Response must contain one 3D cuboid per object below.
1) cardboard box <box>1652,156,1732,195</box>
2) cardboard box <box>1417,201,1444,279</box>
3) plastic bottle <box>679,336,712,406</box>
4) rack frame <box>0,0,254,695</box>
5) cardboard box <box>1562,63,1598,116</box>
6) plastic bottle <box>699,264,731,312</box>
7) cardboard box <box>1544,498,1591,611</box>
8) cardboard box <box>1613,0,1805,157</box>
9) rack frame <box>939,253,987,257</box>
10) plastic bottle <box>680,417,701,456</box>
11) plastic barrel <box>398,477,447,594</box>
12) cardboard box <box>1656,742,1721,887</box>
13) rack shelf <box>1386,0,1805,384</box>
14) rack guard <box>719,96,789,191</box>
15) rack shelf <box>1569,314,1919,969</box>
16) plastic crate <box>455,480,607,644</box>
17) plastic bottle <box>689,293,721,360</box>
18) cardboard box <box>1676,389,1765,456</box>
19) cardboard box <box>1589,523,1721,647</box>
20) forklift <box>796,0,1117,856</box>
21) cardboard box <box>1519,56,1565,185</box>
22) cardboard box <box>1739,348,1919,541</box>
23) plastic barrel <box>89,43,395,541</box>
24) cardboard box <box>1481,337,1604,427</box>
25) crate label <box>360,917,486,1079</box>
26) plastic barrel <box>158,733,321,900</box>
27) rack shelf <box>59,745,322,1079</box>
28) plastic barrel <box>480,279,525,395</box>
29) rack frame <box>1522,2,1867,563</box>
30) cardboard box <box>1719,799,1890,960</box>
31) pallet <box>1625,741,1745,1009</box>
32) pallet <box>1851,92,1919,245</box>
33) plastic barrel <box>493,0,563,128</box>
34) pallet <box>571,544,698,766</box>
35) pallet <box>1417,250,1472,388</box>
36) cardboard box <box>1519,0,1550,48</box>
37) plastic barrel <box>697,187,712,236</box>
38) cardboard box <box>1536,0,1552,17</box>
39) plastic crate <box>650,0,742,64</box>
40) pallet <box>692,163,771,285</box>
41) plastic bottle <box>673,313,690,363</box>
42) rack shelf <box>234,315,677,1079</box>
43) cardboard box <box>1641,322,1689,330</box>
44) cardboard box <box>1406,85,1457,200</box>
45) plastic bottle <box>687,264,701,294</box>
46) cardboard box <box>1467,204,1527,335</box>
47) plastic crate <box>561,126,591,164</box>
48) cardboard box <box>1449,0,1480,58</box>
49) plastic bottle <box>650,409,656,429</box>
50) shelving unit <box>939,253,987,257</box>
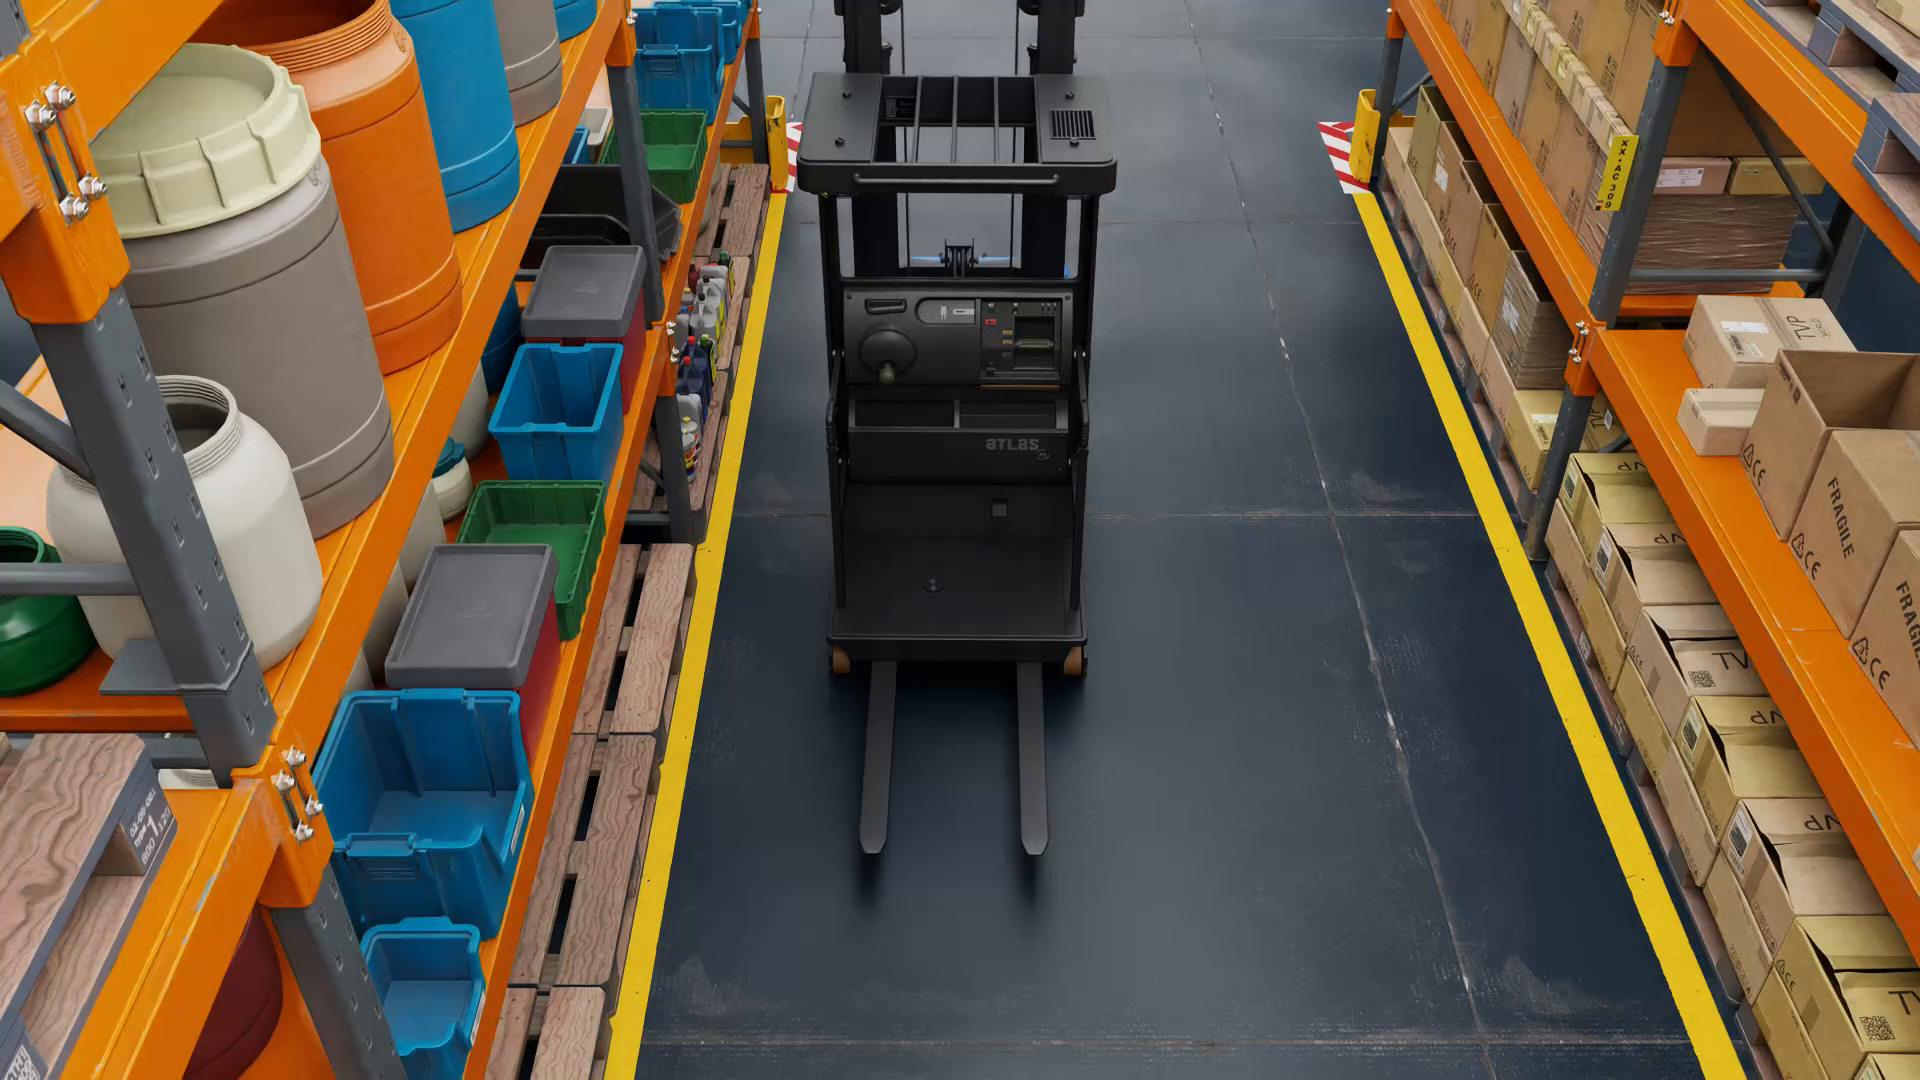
[{"bbox_3d":[2.976,-1.566,6.952,0.380,0.149,0.250,0,39,0],"label":"cardboard box"},{"bbox_3d":[2.969,-1.735,9.625,0.500,0.250,0.500,0,39,0],"label":"cardboard box"},{"bbox_3d":[-1.349,-0.864,8.441,0.144,0.351,0.185,-2,39,-2],"label":"plastic bottle"},{"bbox_3d":[-1.758,-0.942,1.975,1.000,3.000,0.127,0,39,0],"label":"rack frame"},{"bbox_3d":[2.974,-2.048,7.554,0.380,0.149,0.250,0,39,0],"label":"cardboard box"},{"bbox_3d":[-1.354,-1.407,9.179,0.152,0.276,0.135,0,39,0],"label":"plastic bottle"},{"bbox_3d":[2.944,0.058,7.388,0.500,0.250,0.500,-1,39,-1],"label":"cardboard box"},{"bbox_3d":[3.184,-1.927,6.883,0.700,0.500,0.500,0,39,0],"label":"cardboard box"},{"bbox_3d":[0.013,-1.065,8.607,0.240,0.900,0.006,0,33,0],"label":"rack frame"},{"bbox_3d":[-1.325,-0.509,8.118,0.097,0.201,0.097,0,39,0],"label":"plastic bottle"},{"bbox_3d":[-1.980,-0.098,5.611,0.433,0.535,0.433,0,39,0],"label":"plastic barrel"},{"bbox_3d":[2.946,1.019,6.188,0.500,0.250,0.500,1,39,1],"label":"cardboard box"},{"bbox_3d":[3.189,-2.074,8.760,1.077,0.370,4.000,0,39,0],"label":"rack shelf"},{"bbox_3d":[-1.720,-2.581,10.816,1.175,0.500,0.348,0,39,0],"label":"rack guard"},{"bbox_3d":[3.193,0.428,5.638,1.077,0.370,4.000,0,39,0],"label":"rack shelf"},{"bbox_3d":[-1.478,0.069,5.680,0.450,0.188,0.662,0,39,0],"label":"plastic crate"},{"bbox_3d":[-1.349,-1.129,8.773,0.144,0.351,0.185,0,39,0],"label":"plastic bottle"},{"bbox_3d":[2.987,-0.451,6.361,0.380,0.149,0.250,0,39,0],"label":"cardboard box"},{"bbox_3d":[2.938,0.158,6.814,0.500,0.311,0.500,0,39,-1],"label":"cardboard box"},{"bbox_3d":[-0.007,-0.749,6.587,1.130,2.935,3.031,0,39,1],"label":"forklift"},{"bbox_3d":[3.180,-2.064,8.092,0.700,0.500,0.500,1,39,1],"label":"cardboard box"},{"bbox_3d":[3.176,-0.333,5.933,0.500,0.500,0.500,3,39,3],"label":"cardboard box"},{"bbox_3d":[-1.542,-0.481,3.398,0.600,0.901,0.600,0,39,0],"label":"plastic barrel"},{"bbox_3d":[2.981,-0.797,8.455,0.500,0.250,0.500,0,39,0],"label":"cardboard box"},{"bbox_3d":[-1.384,1.200,4.233,0.303,0.233,0.416,0,39,0],"label":"crate label"},{"bbox_3d":[-1.973,0.712,4.619,0.421,0.512,0.421,0,39,0],"label":"plastic barrel"},{"bbox_3d":[-1.756,1.760,1.578,1.077,0.370,4.000,0,39,0],"label":"rack shelf"},{"bbox_3d":[-2.065,-1.056,6.514,0.600,0.901,0.708,0,39,0],"label":"plastic barrel"},{"bbox_3d":[3.191,-1.104,6.974,1.000,3.000,0.127,0,39,0],"label":"rack frame"},{"bbox_3d":[2.944,1.120,5.614,0.500,0.311,0.500,0,39,0],"label":"cardboard box"},{"bbox_3d":[3.235,1.210,6.317,1.003,0.211,1.213,0,39,0],"label":"pallet"},{"bbox_3d":[3.101,-0.823,4.376,1.003,0.211,1.213,2,39,2],"label":"pallet"},{"bbox_3d":[-1.544,-1.742,4.971,0.600,0.901,0.600,0,39,0],"label":"plastic barrel"},{"bbox_3d":[-1.723,0.477,7.232,1.003,0.211,1.213,0,39,0],"label":"pallet"},{"bbox_3d":[3.227,-1.278,9.421,1.003,0.211,1.213,0,39,0],"label":"pallet"},{"bbox_3d":[2.973,-2.526,8.150,0.380,0.149,0.250,1,39,1],"label":"cardboard box"},{"bbox_3d":[-1.689,-2.072,9.836,0.421,0.512,0.421,0,39,0],"label":"plastic barrel"},{"bbox_3d":[3.182,-2.868,8.058,0.700,0.500,0.500,0,39,0],"label":"cardboard box"},{"bbox_3d":[-1.472,-2.827,9.243,0.499,0.251,0.408,0,39,0],"label":"plastic crate"},{"bbox_3d":[-1.724,-1.960,10.273,1.003,0.211,1.213,0,39,0],"label":"pallet"},{"bbox_3d":[-1.497,-1.084,8.776,0.152,0.276,0.135,0,39,0],"label":"plastic bottle"},{"bbox_3d":[-1.760,0.429,5.637,1.077,0.370,4.000,0,39,0],"label":"rack shelf"},{"bbox_3d":[3.503,-0.778,7.830,0.500,0.500,0.500,0,39,0],"label":"cardboard box"},{"bbox_3d":[2.967,-2.340,9.781,0.500,0.500,0.500,0,39,0],"label":"cardboard box"},{"bbox_3d":[-1.460,-1.409,9.176,0.061,0.283,0.133,0,39,0],"label":"plastic bottle"},{"bbox_3d":[2.978,-1.402,8.610,0.500,0.500,0.500,0,39,0],"label":"cardboard box"},{"bbox_3d":[-2.035,-1.736,7.883,0.499,0.251,0.616,0,39,0],"label":"plastic crate"},{"bbox_3d":[3.179,-3.024,9.290,0.700,0.500,0.500,1,39,1],"label":"cardboard box"},{"bbox_3d":[-1.493,-0.745,8.294,0.144,0.351,0.185,0,39,0],"label":"plastic bottle"},{"bbox_3d":[0.012,-1.010,8.522,0.258,0.900,0.210,0,33,0],"label":"shelving unit"}]
